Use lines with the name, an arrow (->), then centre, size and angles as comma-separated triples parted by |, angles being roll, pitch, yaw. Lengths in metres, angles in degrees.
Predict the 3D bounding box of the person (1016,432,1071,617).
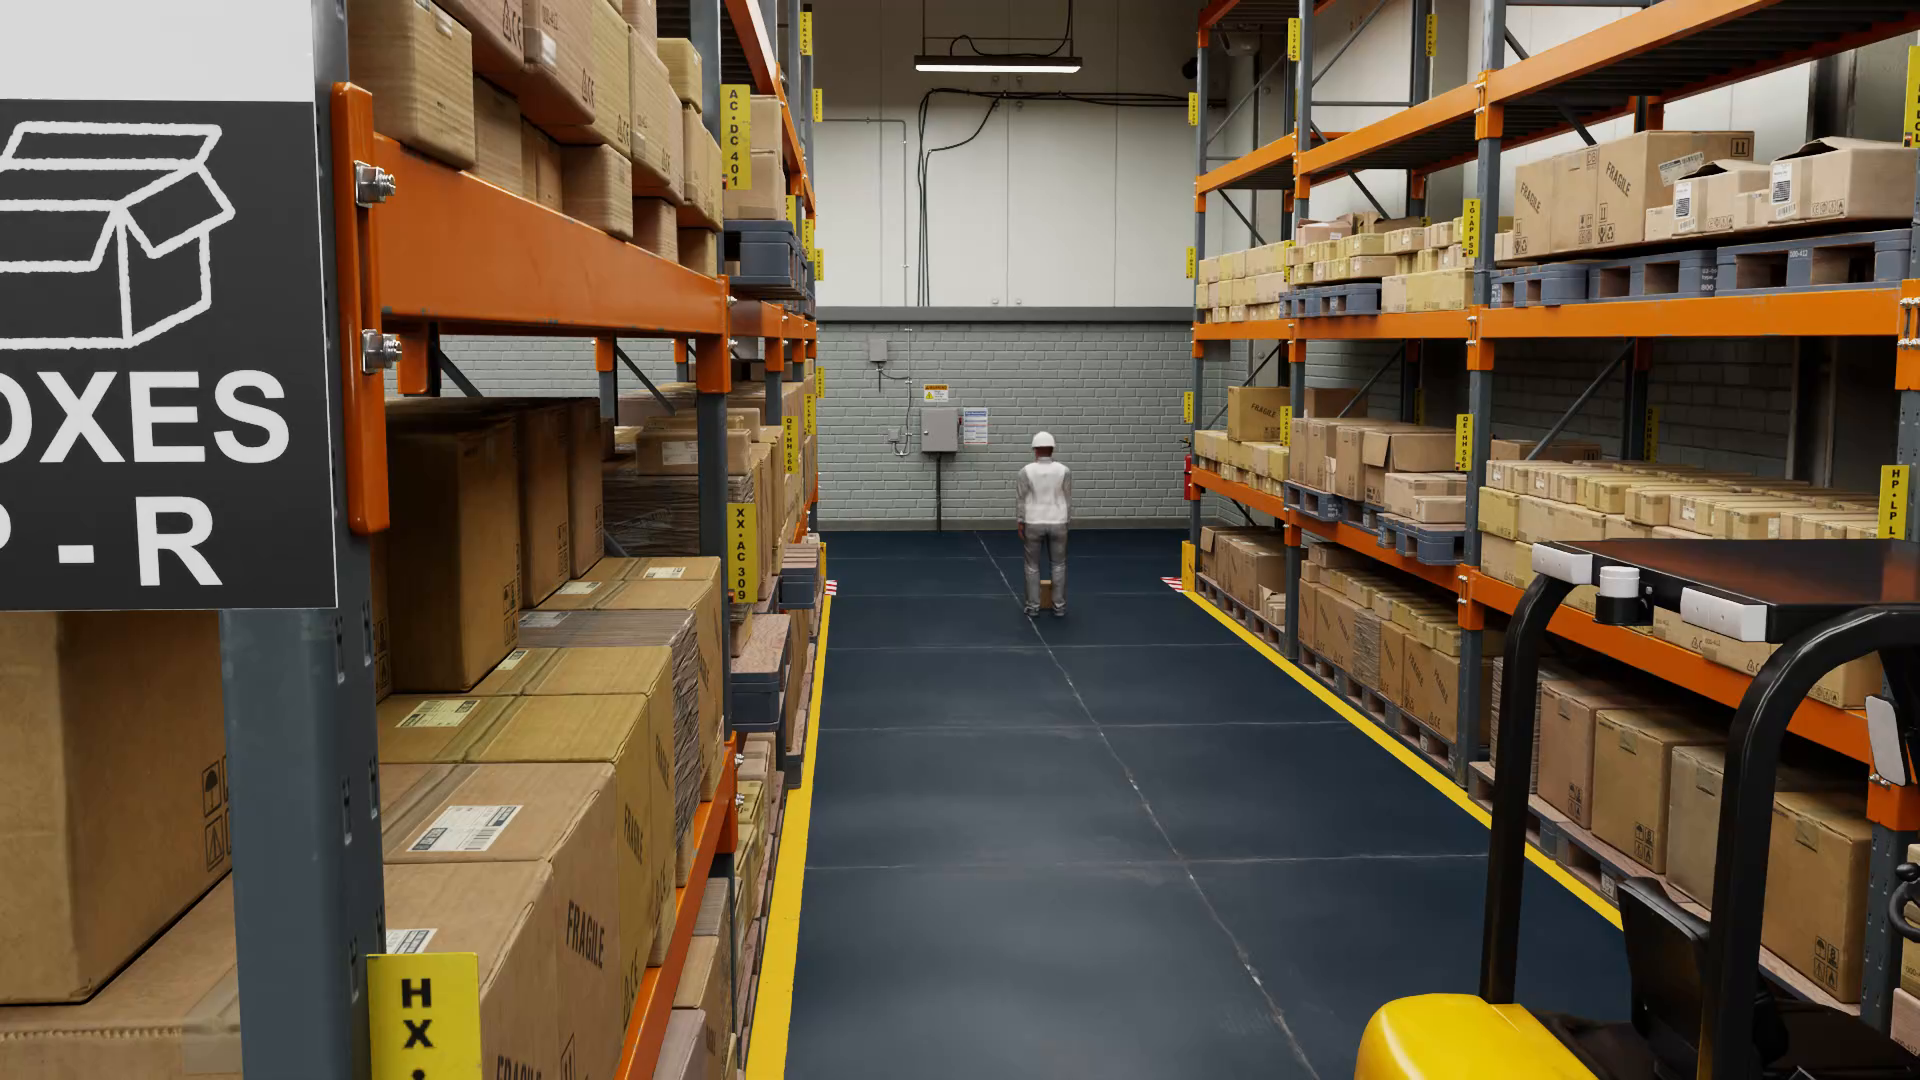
person -> 0.798, -0.150, 15.948 | 0.535, 1.762, 0.360 | 0, 7, -3
